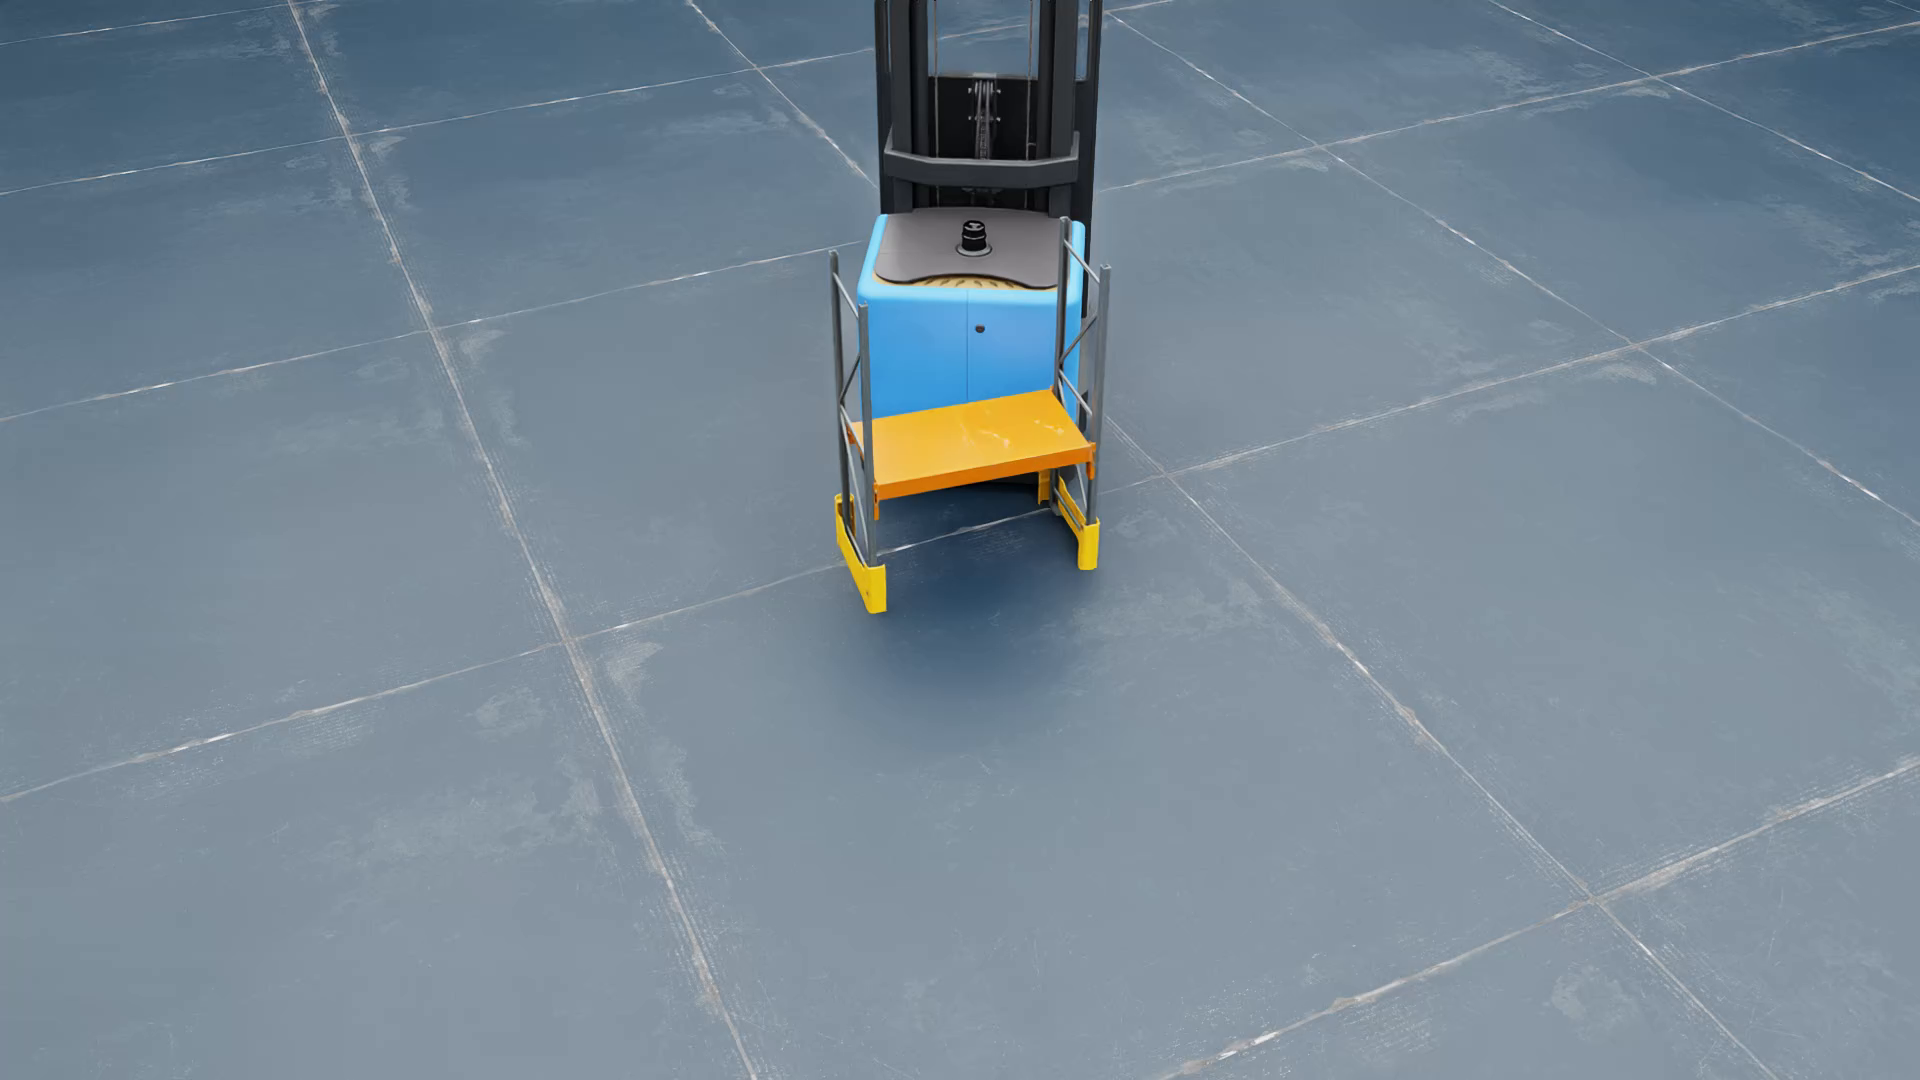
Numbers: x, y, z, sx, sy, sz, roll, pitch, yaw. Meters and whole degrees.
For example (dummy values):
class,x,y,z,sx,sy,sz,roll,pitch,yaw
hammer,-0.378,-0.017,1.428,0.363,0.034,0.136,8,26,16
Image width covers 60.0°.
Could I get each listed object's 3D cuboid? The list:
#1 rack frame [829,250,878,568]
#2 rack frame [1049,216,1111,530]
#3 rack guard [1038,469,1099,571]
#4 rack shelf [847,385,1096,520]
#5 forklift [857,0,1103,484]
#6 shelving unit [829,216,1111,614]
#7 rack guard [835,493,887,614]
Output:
class,x,y,z,sx,sy,sz,roll,pitch,yaw
rack frame,-0.449,-0.447,7.094,0.032,1.500,0.500,-11,38,-14
rack frame,0.518,-0.635,7.346,0.032,1.500,0.500,-11,38,-14
rack guard,0.500,-0.129,7.714,0.087,0.250,0.587,-11,38,-14
rack shelf,0.035,-0.396,7.327,1.000,0.185,0.538,-11,38,-14
forklift,0.156,-2.304,8.395,1.130,2.935,3.031,3,37,4
shelving unit,0.026,-0.539,7.218,1.083,1.500,0.587,-11,38,-14
rack guard,-0.447,0.055,7.466,0.087,0.250,0.587,-11,38,-14
